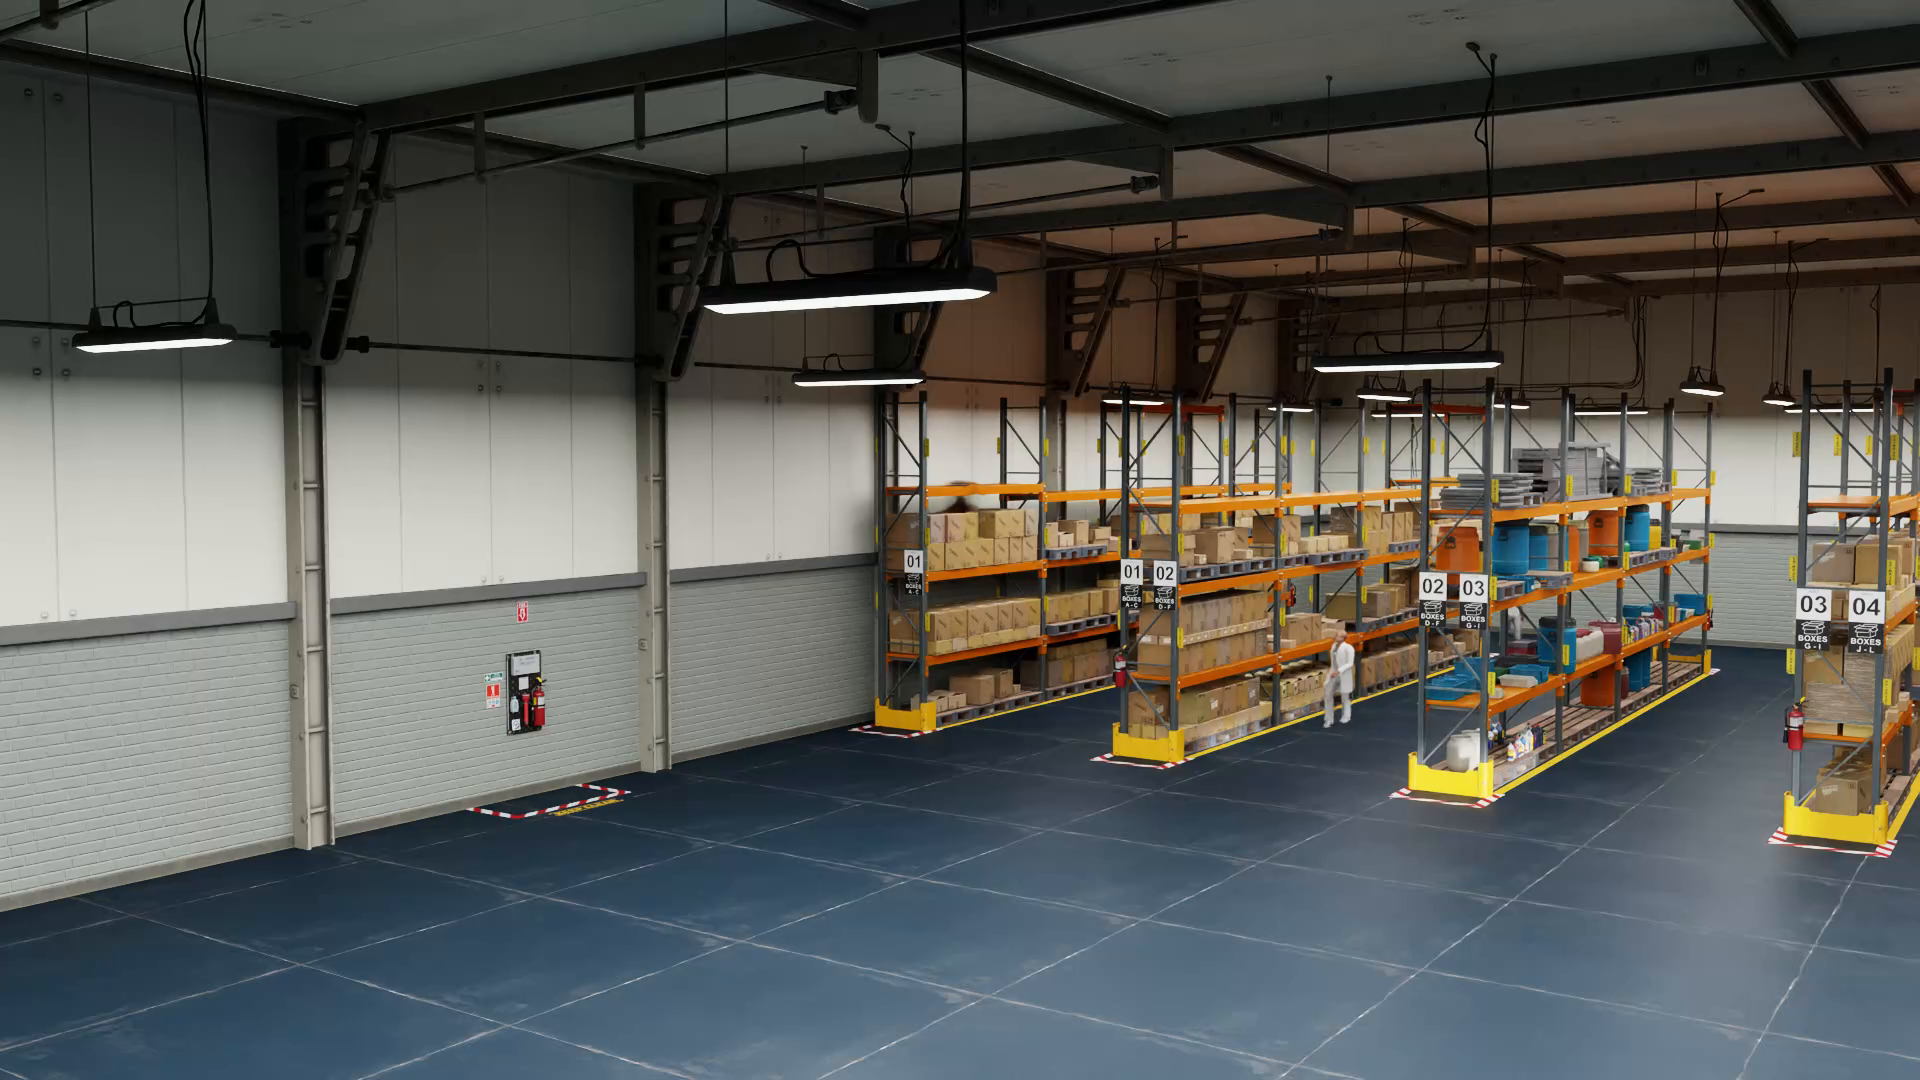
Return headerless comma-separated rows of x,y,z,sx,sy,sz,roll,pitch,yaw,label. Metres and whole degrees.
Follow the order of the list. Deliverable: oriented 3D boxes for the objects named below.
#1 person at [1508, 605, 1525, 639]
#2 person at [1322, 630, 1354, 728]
13.750,1.902,41.321,0.600,1.603,1.014,0,3,4,person
6.850,2.515,29.916,0.562,1.816,0.942,2,4,35,person
